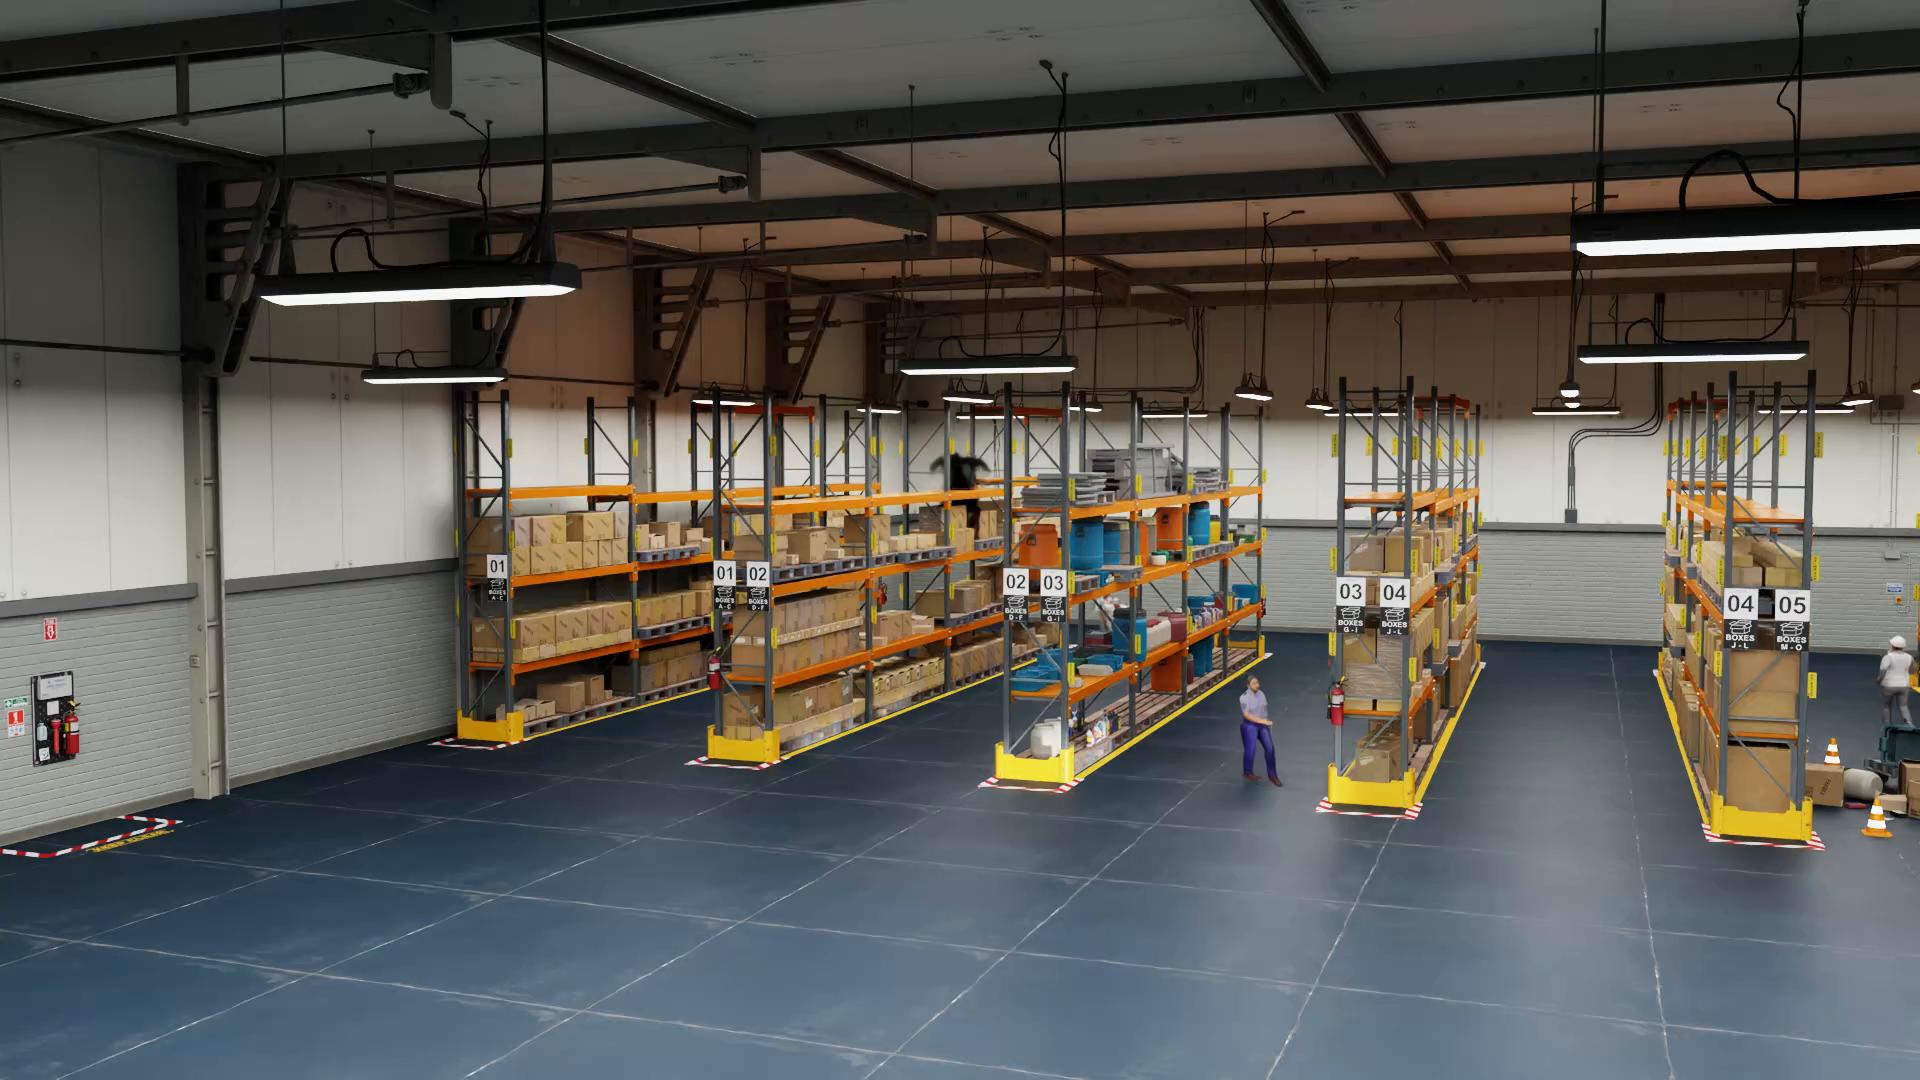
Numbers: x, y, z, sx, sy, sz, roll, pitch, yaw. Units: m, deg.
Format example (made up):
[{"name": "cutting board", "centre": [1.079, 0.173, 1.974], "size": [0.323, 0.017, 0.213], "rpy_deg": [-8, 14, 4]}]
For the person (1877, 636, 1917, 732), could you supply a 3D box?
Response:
[{"name": "person", "centre": [16.232, 2.533, 28.828], "size": [0.656, 1.750, 0.905], "rpy_deg": [1, 3, 10]}]

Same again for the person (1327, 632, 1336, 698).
[{"name": "person", "centre": [7.552, 2.360, 32.576], "size": [0.826, 1.688, 0.702], "rpy_deg": [2, 4, 35]}]

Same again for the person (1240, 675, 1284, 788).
[{"name": "person", "centre": [4.405, 2.821, 24.700], "size": [0.604, 1.649, 0.712], "rpy_deg": [-1, 3, -24]}]

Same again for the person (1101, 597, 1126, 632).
[{"name": "person", "centre": [3.646, 2.089, 39.261], "size": [0.638, 1.523, 0.918], "rpy_deg": [0, 3, 3]}]

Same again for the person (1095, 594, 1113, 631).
[{"name": "person", "centre": [3.557, 1.972, 40.535], "size": [0.549, 1.602, 0.863], "rpy_deg": [0, 3, 5]}]
